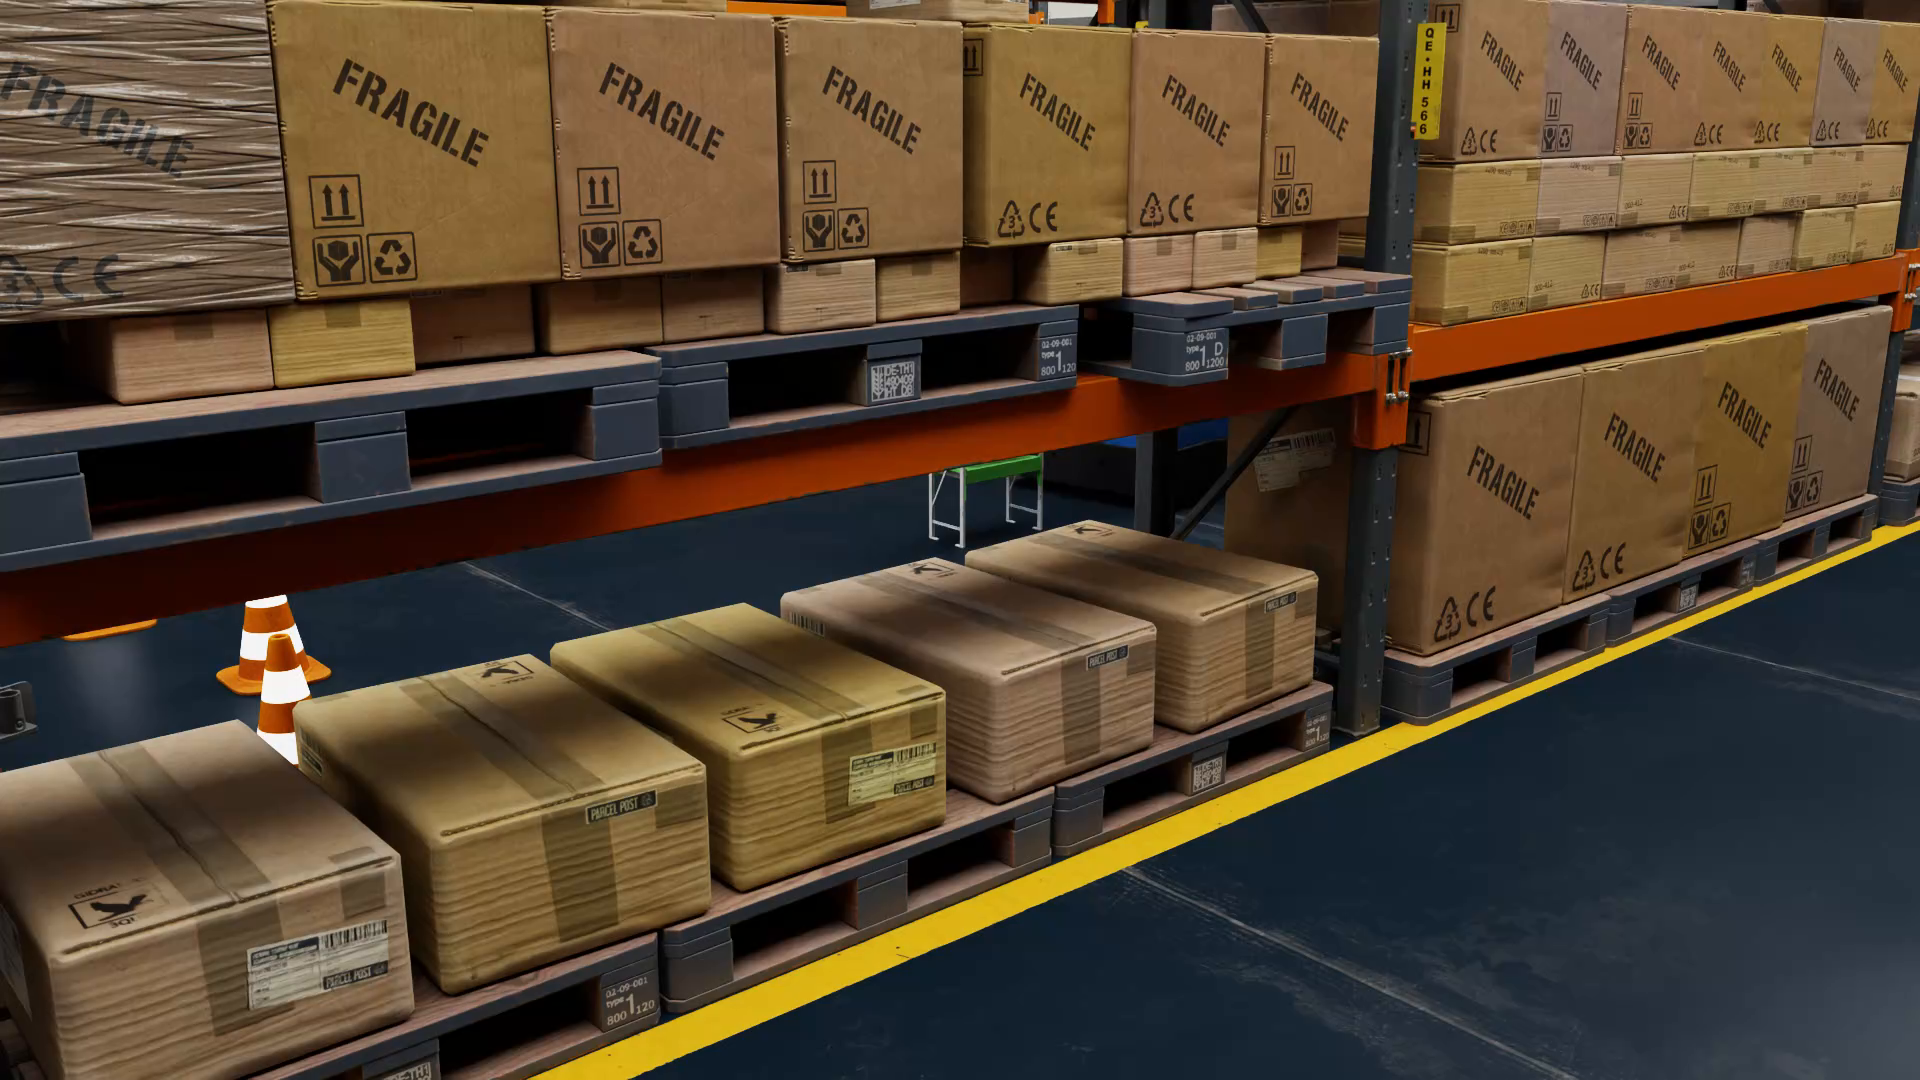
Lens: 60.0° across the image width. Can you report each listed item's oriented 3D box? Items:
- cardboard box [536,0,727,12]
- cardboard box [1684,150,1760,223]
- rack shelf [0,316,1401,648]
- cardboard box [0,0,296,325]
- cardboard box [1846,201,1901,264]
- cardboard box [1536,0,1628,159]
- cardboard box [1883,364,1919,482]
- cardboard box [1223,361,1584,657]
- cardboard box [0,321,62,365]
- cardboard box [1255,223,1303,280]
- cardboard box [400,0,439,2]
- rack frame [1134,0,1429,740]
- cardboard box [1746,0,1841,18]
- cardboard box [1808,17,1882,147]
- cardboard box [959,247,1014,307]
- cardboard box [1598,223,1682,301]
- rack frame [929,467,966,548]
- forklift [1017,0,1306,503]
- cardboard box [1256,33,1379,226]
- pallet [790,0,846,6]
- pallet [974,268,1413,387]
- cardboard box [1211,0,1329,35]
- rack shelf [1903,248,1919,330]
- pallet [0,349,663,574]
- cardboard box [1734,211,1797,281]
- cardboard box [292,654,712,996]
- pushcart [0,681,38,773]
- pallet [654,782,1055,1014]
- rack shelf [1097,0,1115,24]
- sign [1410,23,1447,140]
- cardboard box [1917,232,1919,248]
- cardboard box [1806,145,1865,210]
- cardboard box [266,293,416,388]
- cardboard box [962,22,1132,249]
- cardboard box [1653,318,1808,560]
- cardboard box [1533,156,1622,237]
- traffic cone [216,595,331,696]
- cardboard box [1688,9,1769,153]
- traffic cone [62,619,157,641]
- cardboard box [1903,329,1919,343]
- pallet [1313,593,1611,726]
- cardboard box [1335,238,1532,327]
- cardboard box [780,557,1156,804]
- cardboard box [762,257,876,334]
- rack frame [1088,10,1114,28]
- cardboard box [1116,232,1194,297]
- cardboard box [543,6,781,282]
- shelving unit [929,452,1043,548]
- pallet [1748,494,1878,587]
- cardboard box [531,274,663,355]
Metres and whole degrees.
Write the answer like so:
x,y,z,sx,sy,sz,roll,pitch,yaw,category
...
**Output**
x,y,z,sx,sy,sz,roll,pitch,yaw,category
-0.685,-1.159,3.437,0.250,0.149,0.380,-11,19,-36,cardboard box
2.704,-1.373,6.401,0.500,0.250,0.500,-12,19,-38,cardboard box
-0.515,-0.228,4.183,4.000,0.370,1.077,-13,19,-39,rack shelf
-1.482,-0.655,2.805,0.500,0.500,0.500,-12,19,-38,cardboard box
3.838,-1.394,7.447,0.500,0.250,0.500,-13,20,-41,cardboard box
1.894,-1.567,5.673,0.500,0.500,0.500,-13,19,-39,cardboard box
4.555,-0.642,8.492,0.875,0.438,0.875,-13,20,-40,cardboard box
1.569,-0.191,5.956,0.875,0.875,0.875,-13,20,-40,cardboard box
-1.817,-0.459,3.328,0.250,0.149,0.380,-12,19,-39,cardboard box
0.746,-0.835,4.735,0.250,0.149,0.380,-12,19,-39,cardboard box
-1.313,-1.186,3.537,0.250,0.149,0.380,-13,20,-41,cardboard box
0.993,-0.914,5.359,0.127,3.000,1.000,-13,19,-39,rack frame
4.034,-2.550,8.097,0.250,0.149,0.380,-13,20,-40,cardboard box
3.453,-1.909,6.954,0.500,0.500,0.500,-12,19,-38,cardboard box
-0.081,-0.675,4.136,0.250,0.149,0.380,-12,19,-39,cardboard box
2.303,-1.054,6.172,0.500,0.250,0.500,-12,19,-38,cardboard box
-0.059,-0.566,7.545,0.015,1.200,0.240,-13,19,-39,rack frame
1.579,-1.919,9.256,1.130,2.935,3.031,12,19,38,forklift
0.833,-1.178,4.762,0.500,0.500,0.500,-13,20,-41,cardboard box
-0.950,-5.269,16.024,1.213,0.211,1.003,-13,19,-39,pallet
0.526,-0.680,4.854,1.003,0.211,1.213,-13,19,-39,pallet
1.212,-1.584,5.735,0.500,0.500,0.500,-13,20,-41,cardboard box
5.520,-1.583,9.257,4.000,0.370,1.077,-13,19,-39,rack shelf
-1.352,-0.245,3.225,1.213,0.211,1.003,-13,19,-39,pallet
3.060,-1.226,6.819,0.500,0.250,0.500,-13,20,-41,cardboard box
-1.090,0.619,3.900,0.625,0.372,0.950,-11,19,-36,cardboard box
-3.559,0.595,4.790,1.648,0.377,0.936,8,17,28,pushcart
-0.517,0.771,4.454,1.213,0.211,1.003,-13,19,-39,pallet
-0.823,-3.301,9.877,4.000,0.370,1.077,-13,19,-39,rack shelf
1.357,-1.331,4.830,0.005,0.325,0.100,-13,19,-39,sign
4.537,-1.668,7.990,0.500,0.500,0.500,-12,19,-38,cardboard box
3.466,-1.552,7.071,0.500,0.250,0.500,-12,19,-38,cardboard box
-1.206,-0.390,3.072,0.250,0.149,0.380,-12,19,-38,cardboard box
0.070,-1.002,4.106,0.500,0.500,0.500,-14,21,-43,cardboard box
2.919,-0.493,7.086,0.875,0.875,0.875,-12,19,-38,cardboard box
1.928,-1.208,5.782,0.500,0.250,0.500,-12,19,-38,cardboard box
-2.445,0.263,5.869,0.334,0.463,0.336,-13,19,-39,traffic cone
2.677,-1.737,6.307,0.500,0.500,0.500,-12,19,-38,cardboard box
-3.347,0.110,6.443,0.334,0.463,0.336,-13,19,-39,traffic cone
5.911,-0.946,9.631,0.875,0.438,0.875,-12,19,-38,cardboard box
1.638,0.314,6.164,1.213,0.211,1.003,-13,19,-39,pallet
1.528,-0.875,5.505,0.500,0.250,0.500,-13,20,-40,cardboard box
0.009,0.373,4.819,0.625,0.372,0.950,-13,20,-40,cardboard box
-0.398,-0.565,3.727,0.250,0.149,0.380,-12,19,-37,cardboard box
0.685,-2.538,11.439,0.127,3.000,1.000,-13,19,-39,rack frame
0.390,-0.742,4.389,0.250,0.149,0.380,-14,20,-42,cardboard box
-0.723,-0.821,3.427,0.500,0.500,0.500,-13,20,-40,cardboard box
0.125,-0.608,7.700,0.503,1.200,0.258,-13,19,-39,shelving unit
3.478,-0.099,7.711,1.213,0.211,1.003,-13,19,-39,pallet
-0.820,-0.489,3.441,0.250,0.149,0.380,-12,19,-39,cardboard box
